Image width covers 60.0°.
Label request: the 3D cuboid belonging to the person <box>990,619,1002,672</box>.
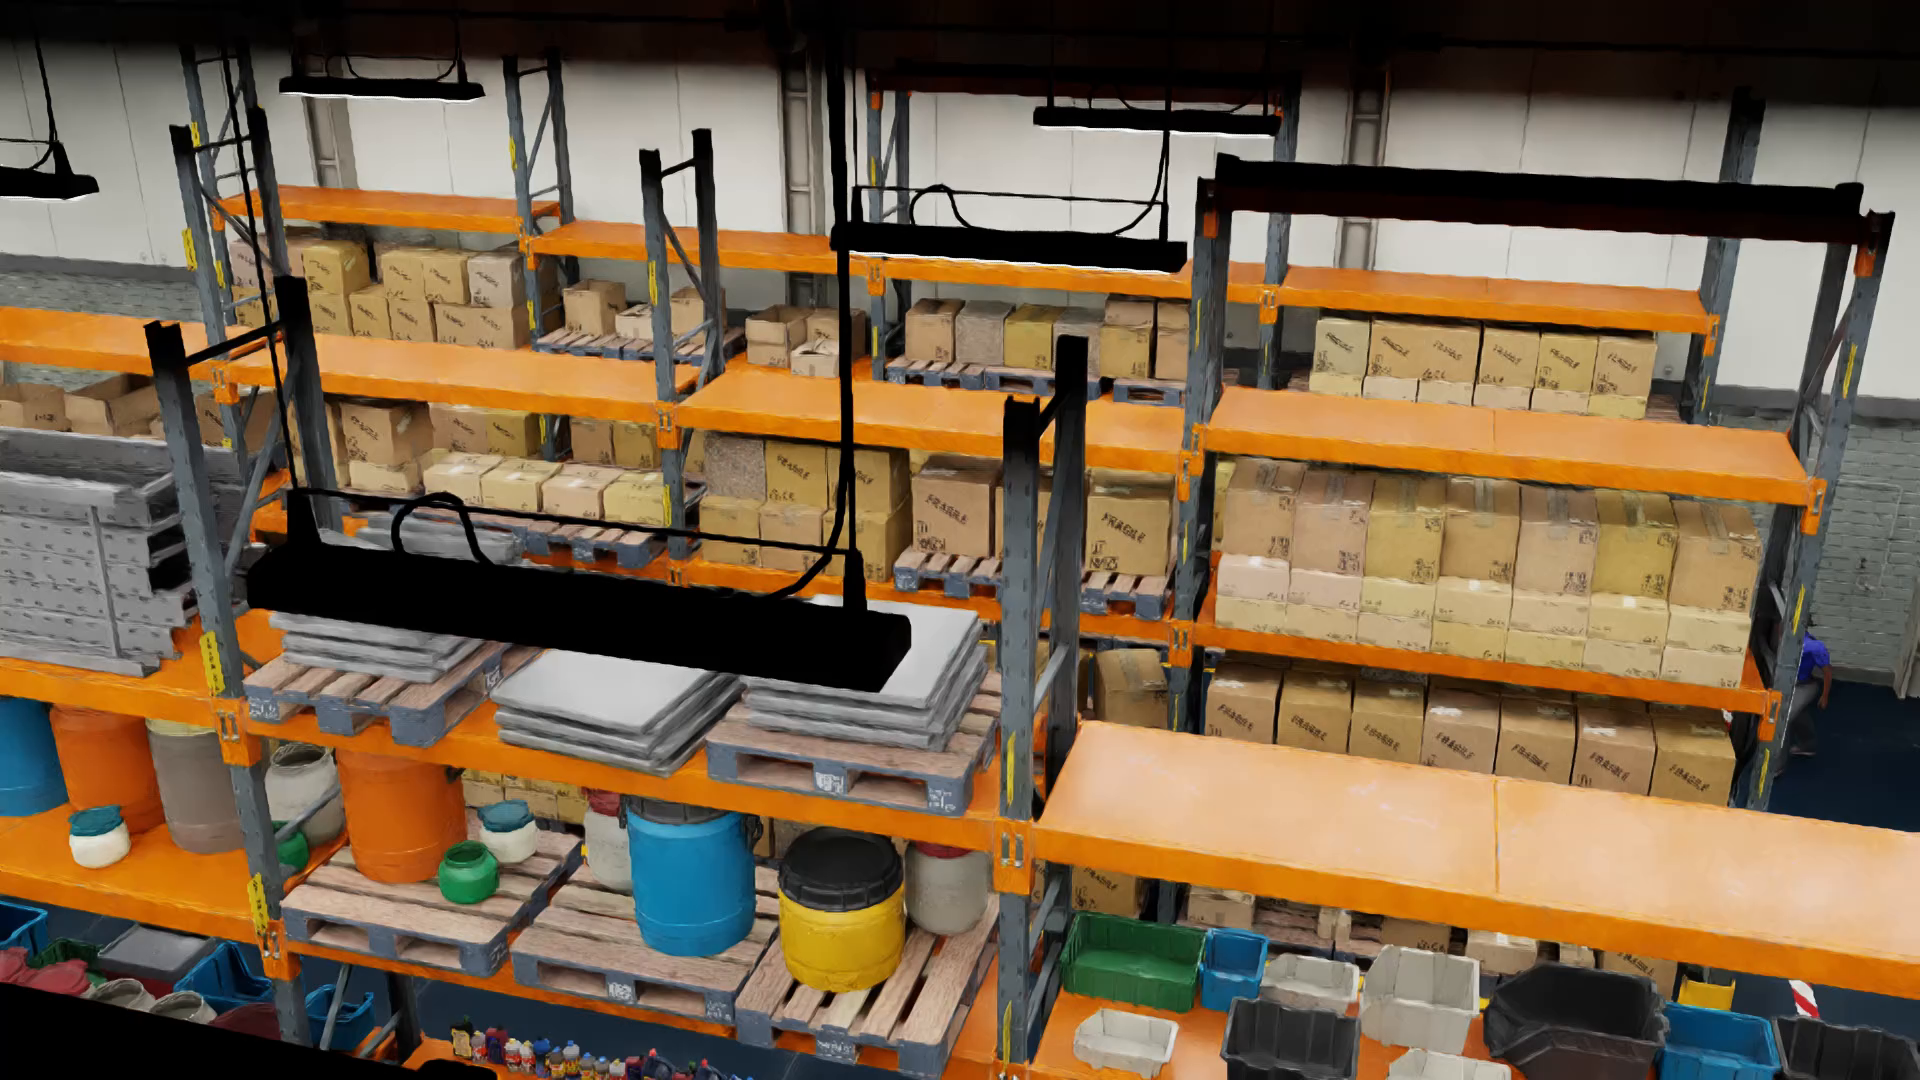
[{"bbox_3d":[0.521,0.755,16.843,0.502,1.603,0.419,-2,23,-5],"label":"person"}]

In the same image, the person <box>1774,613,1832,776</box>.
[{"bbox_3d":[7.770,1.369,15.394,0.761,1.602,0.616,-2,23,-4],"label":"person"}]
